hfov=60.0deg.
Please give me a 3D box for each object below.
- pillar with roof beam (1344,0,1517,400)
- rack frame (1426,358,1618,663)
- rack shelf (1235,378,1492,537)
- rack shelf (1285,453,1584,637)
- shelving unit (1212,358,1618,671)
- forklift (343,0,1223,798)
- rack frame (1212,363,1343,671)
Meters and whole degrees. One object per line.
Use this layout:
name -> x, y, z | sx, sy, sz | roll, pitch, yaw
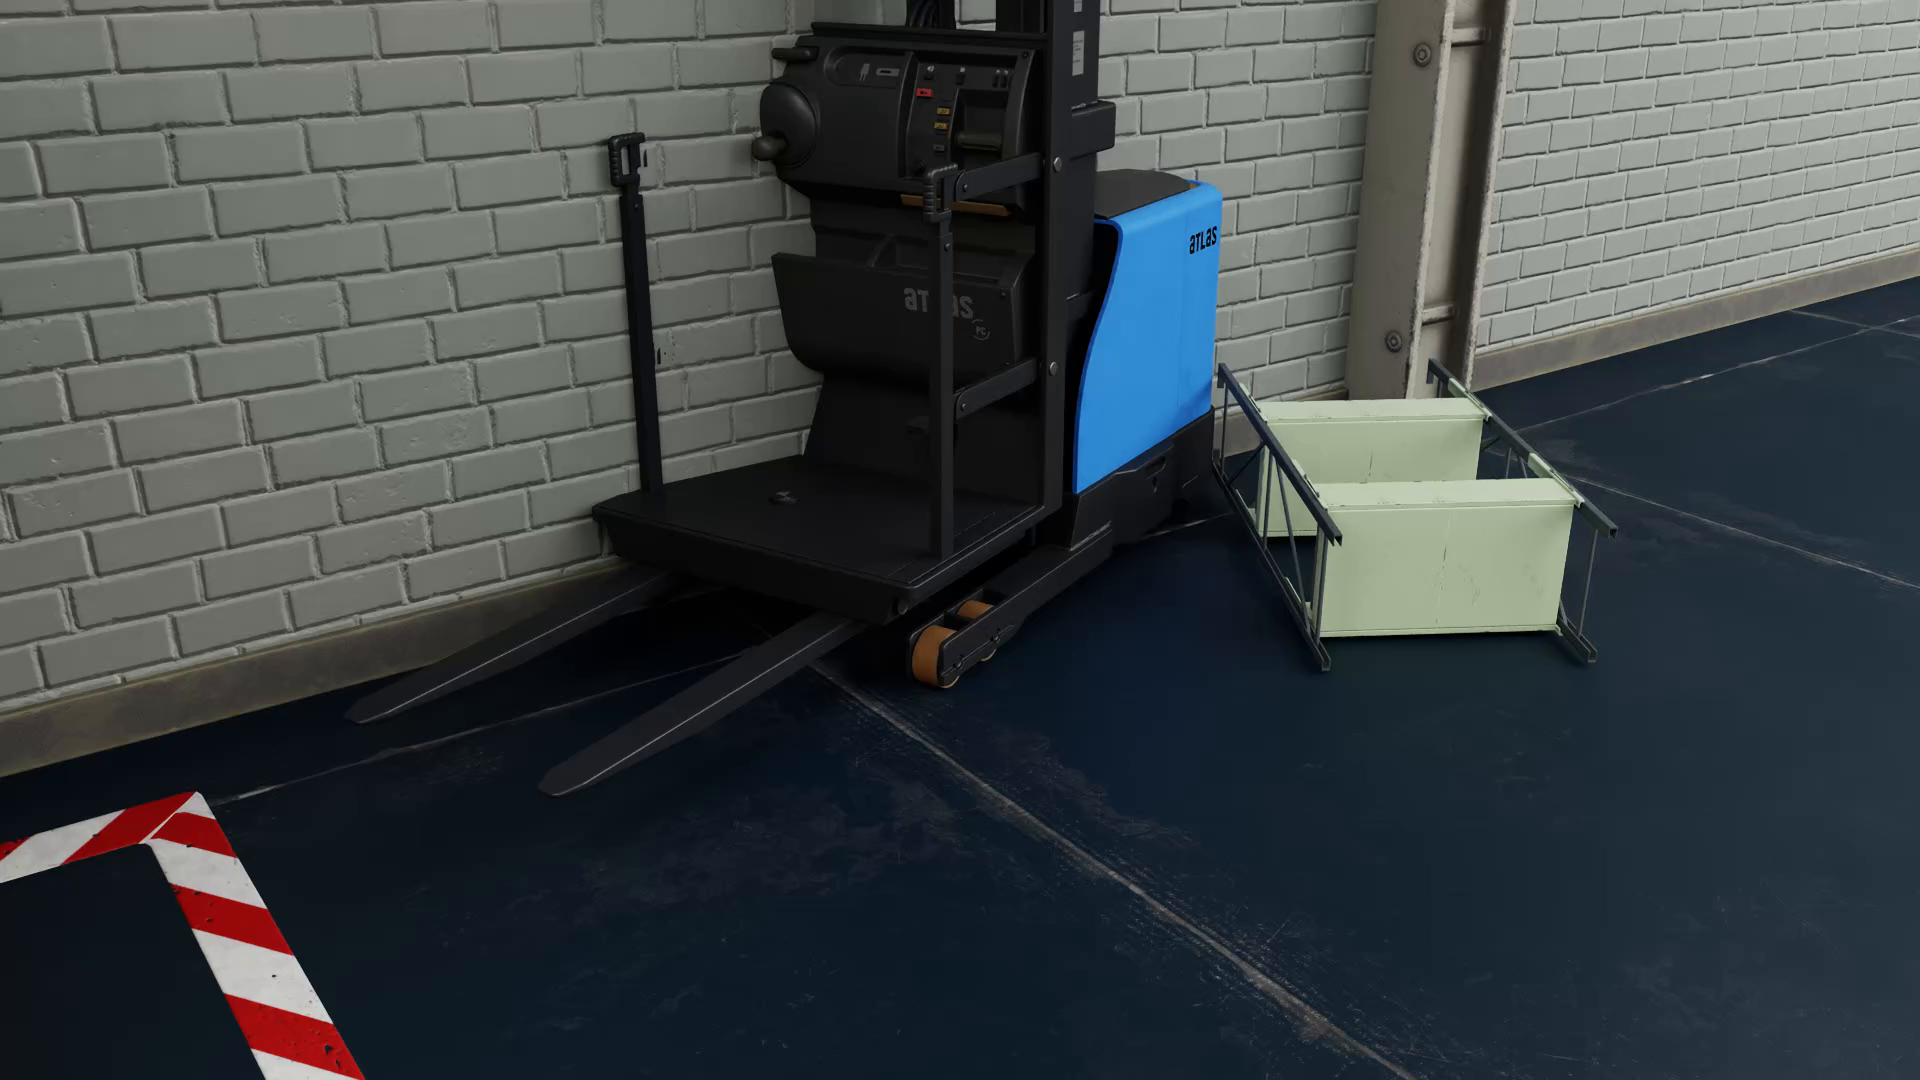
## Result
pillar with roof beam -> 4.258, -3.340, 1.624 | 0.400, 9.000, 9.100 | -15, 26, -33
rack frame -> 1.672, -0.146, 5.126 | 0.023, 0.400, 1.500 | -2, 23, -3
rack shelf -> 1.288, -0.265, 5.406 | 0.720, 0.431, 0.370 | -2, 23, -3
rack shelf -> 1.329, 0.017, 4.749 | 0.720, 0.431, 0.370 | -2, 23, -3
shelving unit -> 1.306, -0.137, 5.107 | 0.755, 0.431, 1.500 | -2, 23, -3
forklift -> -0.329, -1.163, 4.357 | 1.130, 2.935, 3.031 | 13, 25, 29
rack frame -> 0.941, -0.127, 5.088 | 0.023, 0.400, 1.500 | -2, 23, -3
